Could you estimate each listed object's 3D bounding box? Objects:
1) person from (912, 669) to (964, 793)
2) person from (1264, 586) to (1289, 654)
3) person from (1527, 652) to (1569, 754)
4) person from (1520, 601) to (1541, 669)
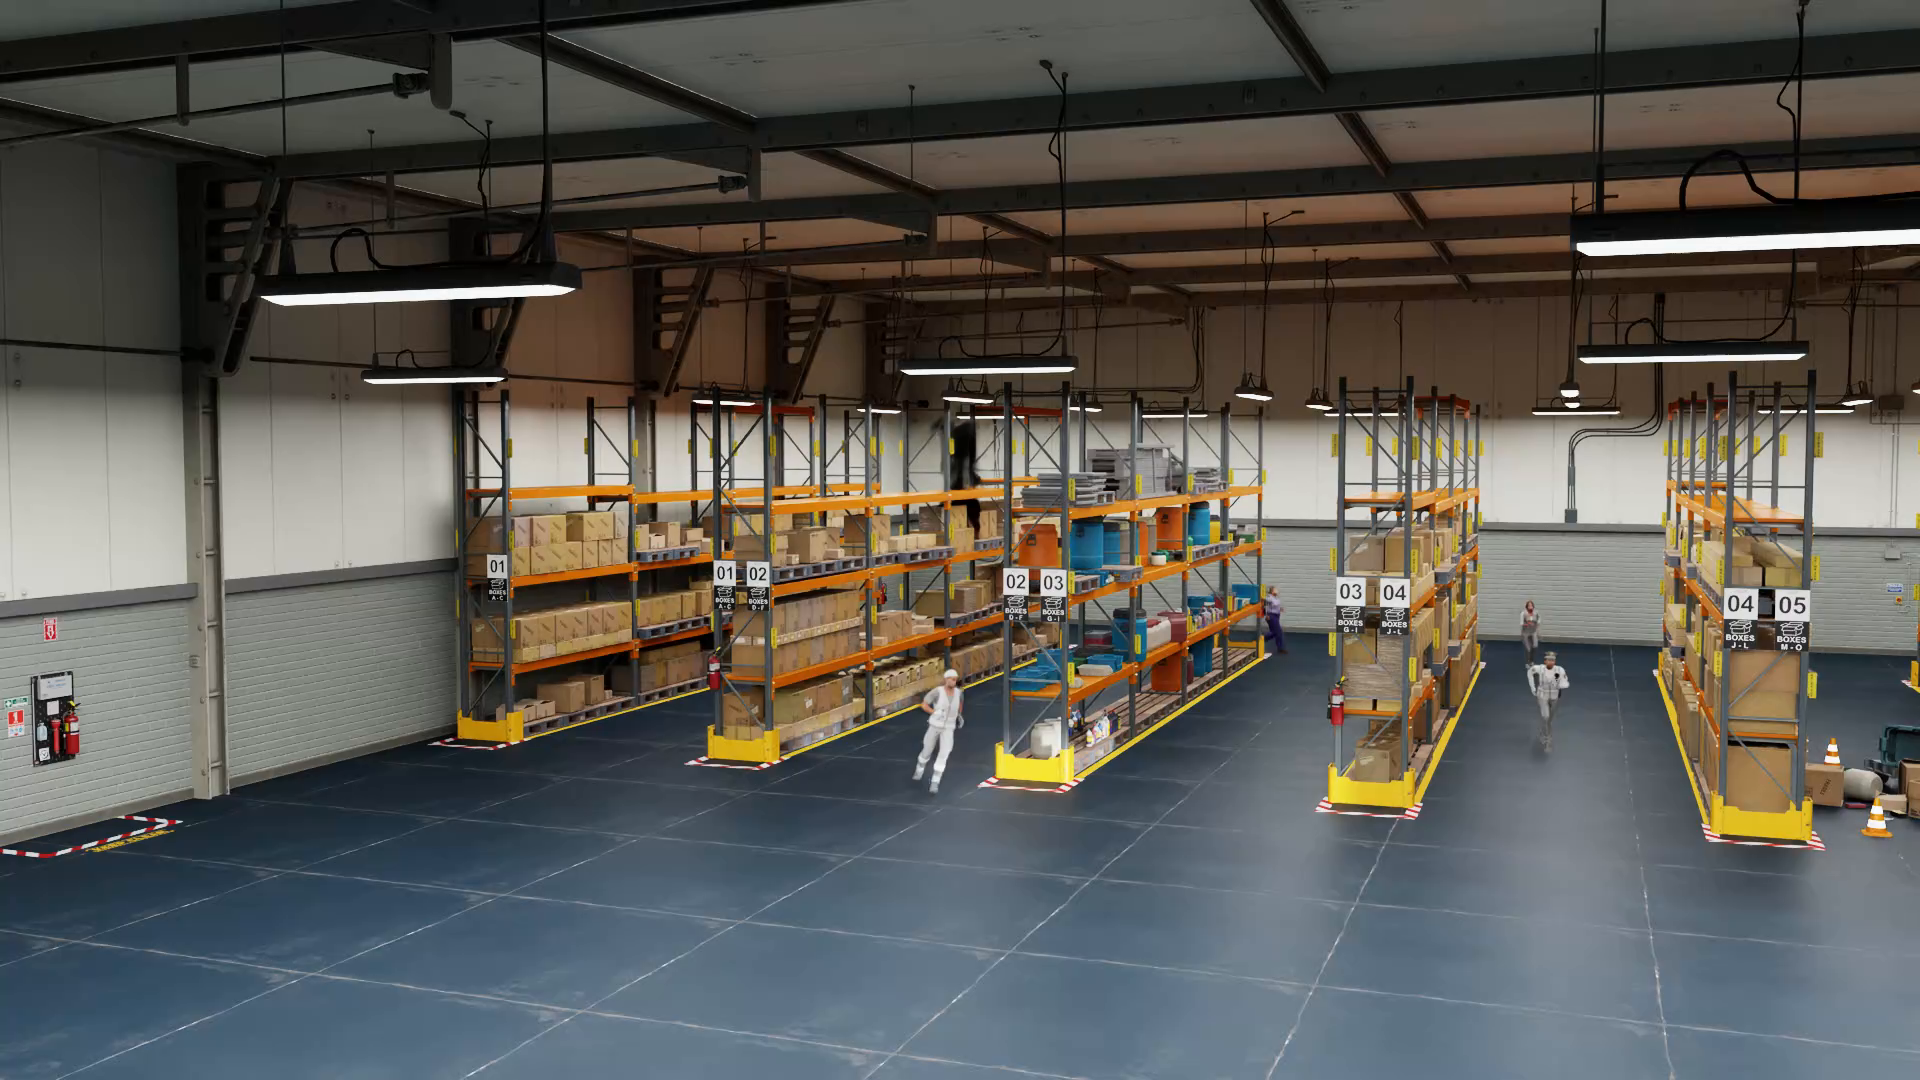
[{"bbox_3d":[-0.272,2.774,24.547,0.748,1.742,1.005,-1,3,-16],"label":"person"},{"bbox_3d":[7.653,1.948,40.644,0.872,1.630,0.627,2,4,27],"label":"person"},{"bbox_3d":[9.757,2.661,27.640,0.609,1.695,0.923,0,3,5],"label":"person"},{"bbox_3d":[12.827,2.140,37.398,0.488,1.563,0.728,1,3,11],"label":"person"}]
